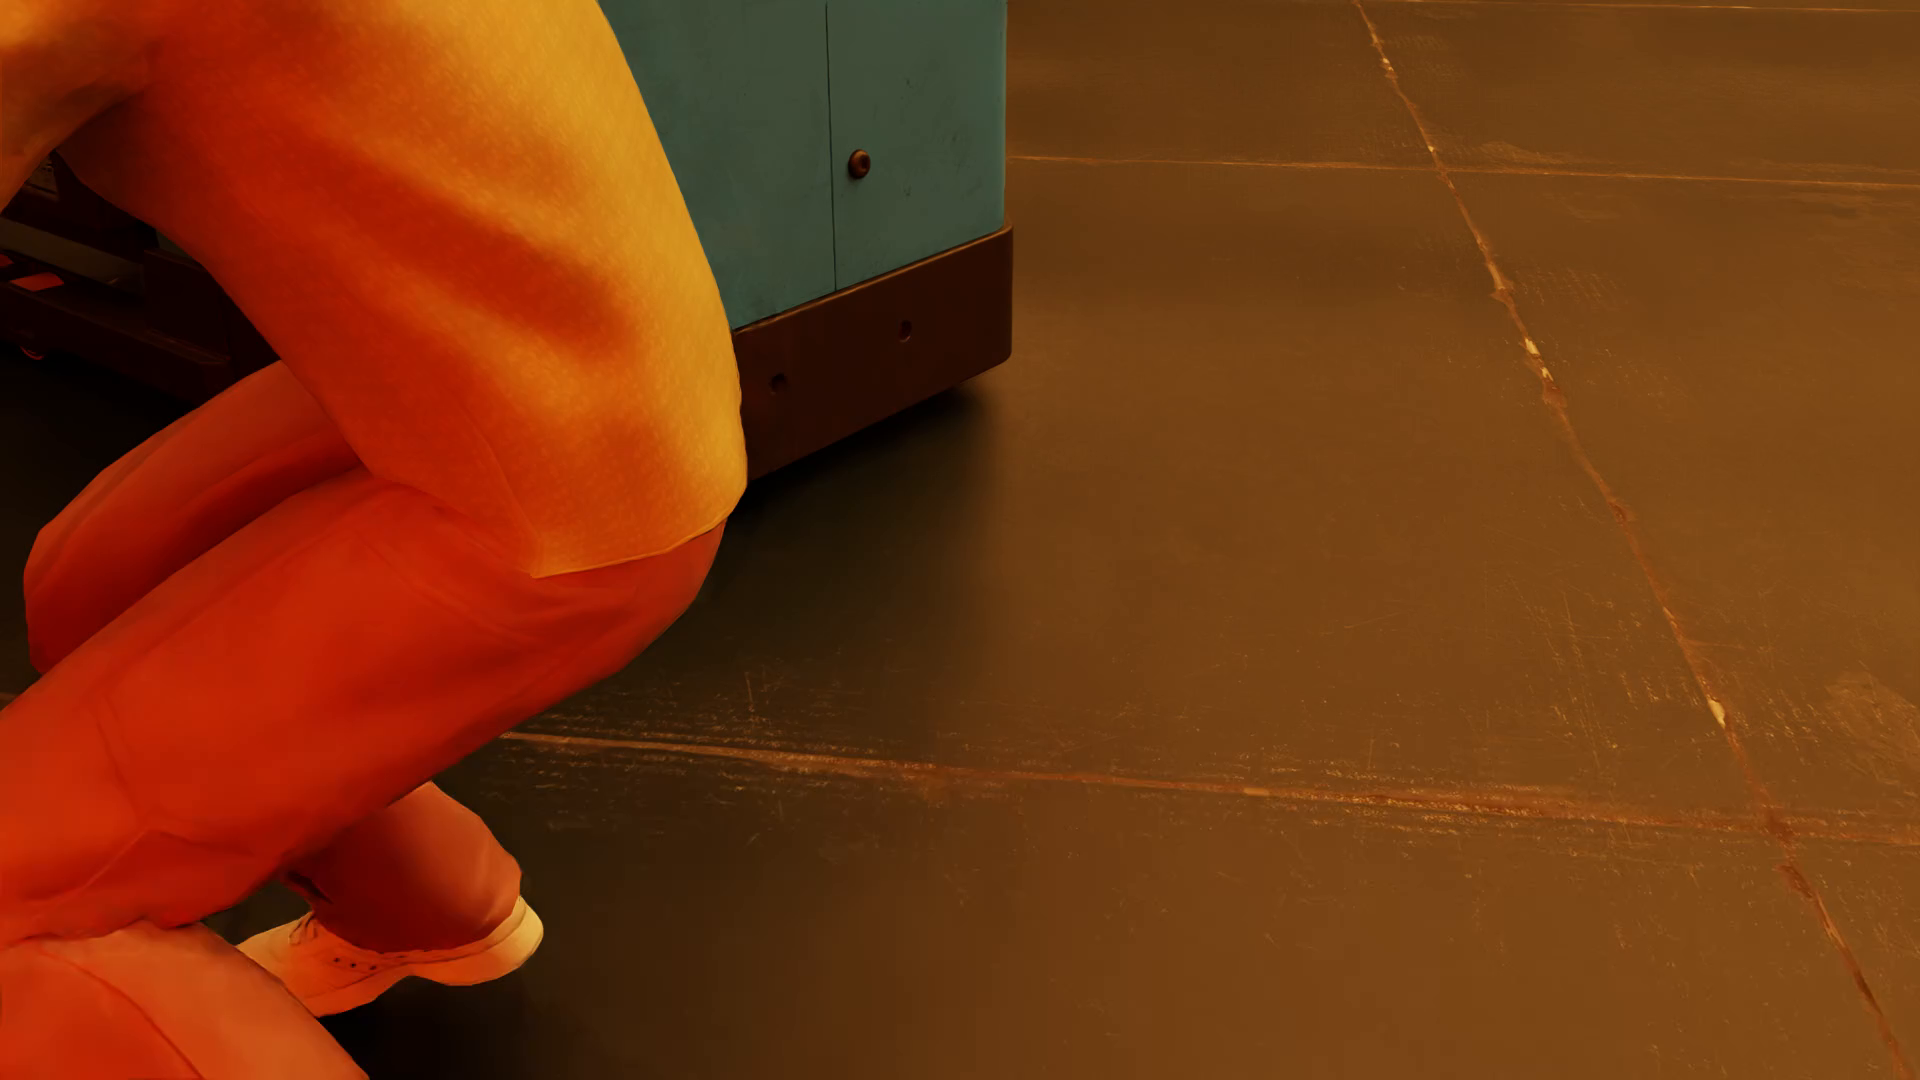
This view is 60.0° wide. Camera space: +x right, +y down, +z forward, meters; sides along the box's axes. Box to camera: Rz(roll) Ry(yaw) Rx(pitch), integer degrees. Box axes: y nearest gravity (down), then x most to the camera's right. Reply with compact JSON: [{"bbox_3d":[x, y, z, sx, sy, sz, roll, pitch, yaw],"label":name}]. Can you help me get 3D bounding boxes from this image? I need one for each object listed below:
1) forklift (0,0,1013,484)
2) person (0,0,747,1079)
[{"bbox_3d":[-1.386,-1.822,2.869,3.031,2.935,1.130,19,32,33],"label":"forklift"},{"bbox_3d":[-0.540,-0.055,1.076,0.796,1.417,0.722,-3,27,-6],"label":"person"}]
